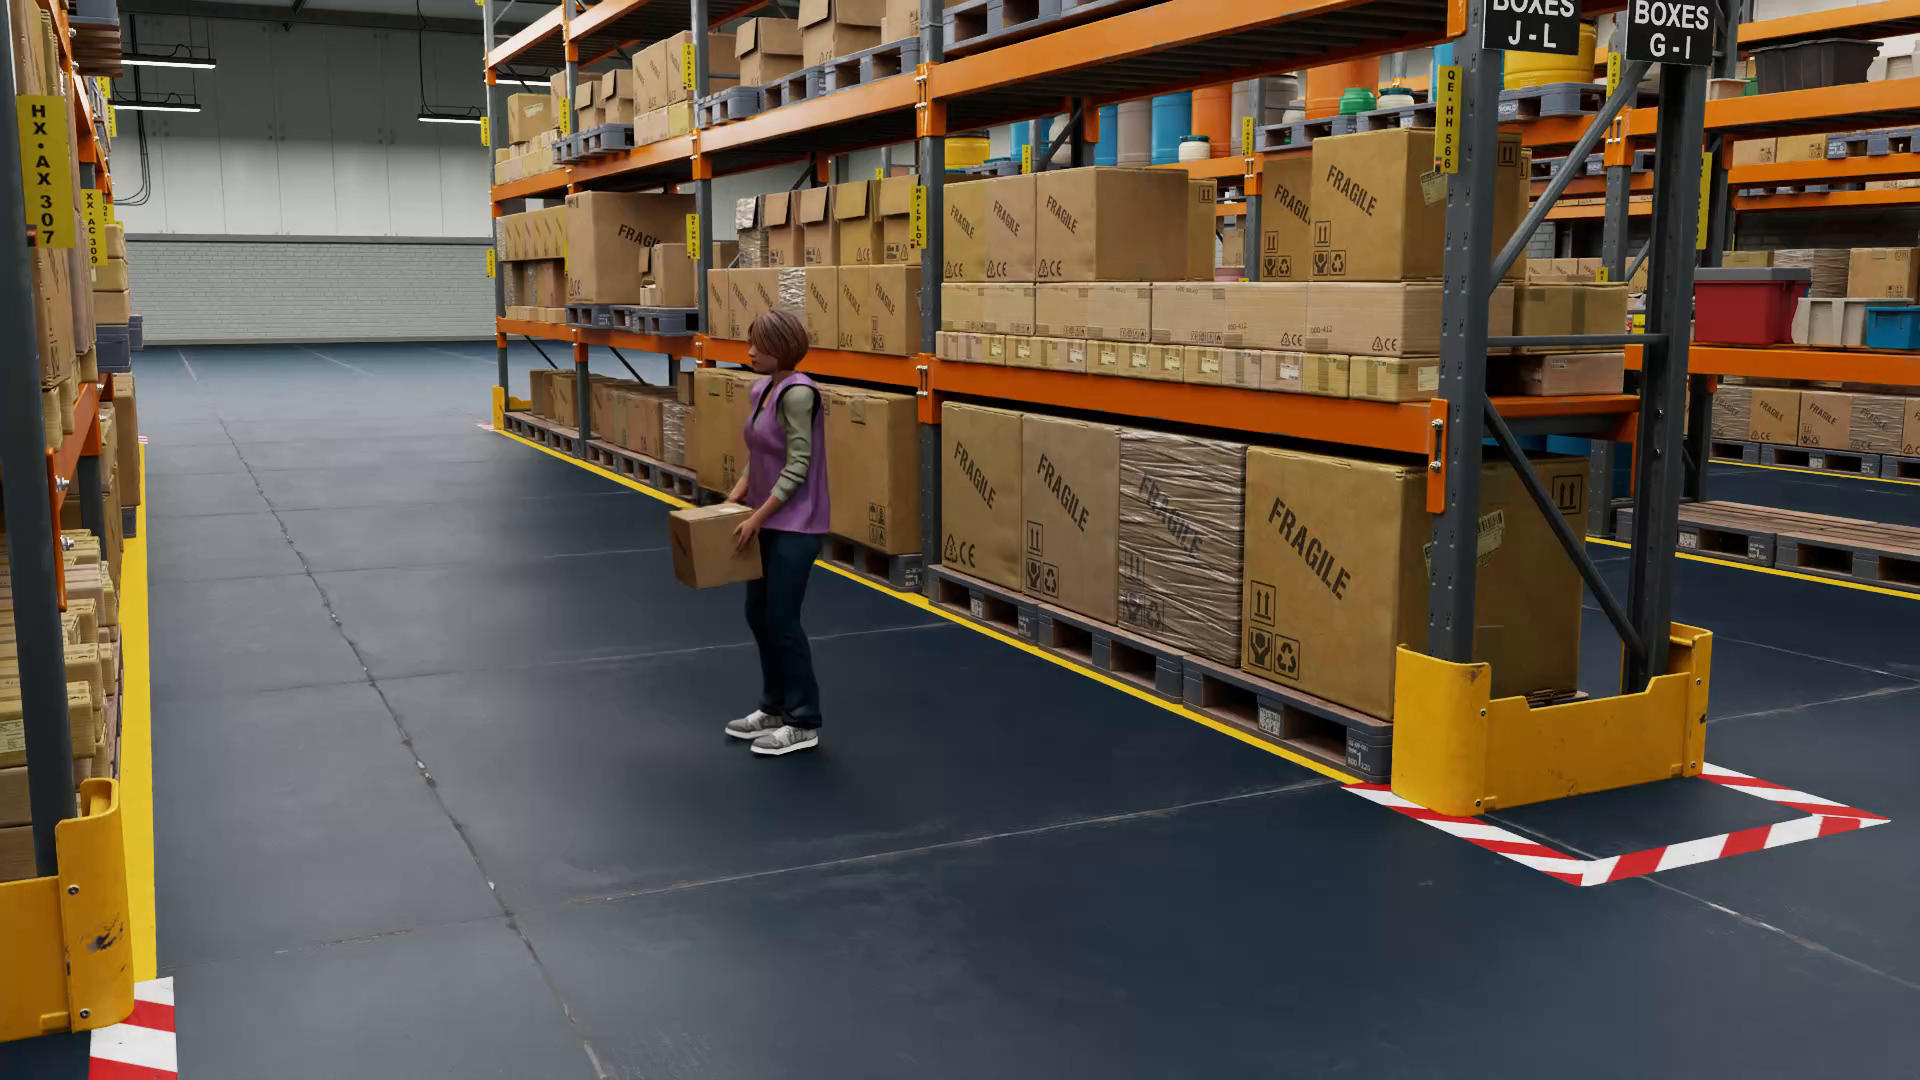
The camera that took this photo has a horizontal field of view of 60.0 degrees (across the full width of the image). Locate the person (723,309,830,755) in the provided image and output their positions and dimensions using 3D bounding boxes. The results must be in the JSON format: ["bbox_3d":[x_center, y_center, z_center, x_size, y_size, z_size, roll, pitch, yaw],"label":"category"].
[{"bbox_3d":[-0.685,-0.031,6.057,0.398,1.603,0.444,-4,10,-27],"label":"person"}]
